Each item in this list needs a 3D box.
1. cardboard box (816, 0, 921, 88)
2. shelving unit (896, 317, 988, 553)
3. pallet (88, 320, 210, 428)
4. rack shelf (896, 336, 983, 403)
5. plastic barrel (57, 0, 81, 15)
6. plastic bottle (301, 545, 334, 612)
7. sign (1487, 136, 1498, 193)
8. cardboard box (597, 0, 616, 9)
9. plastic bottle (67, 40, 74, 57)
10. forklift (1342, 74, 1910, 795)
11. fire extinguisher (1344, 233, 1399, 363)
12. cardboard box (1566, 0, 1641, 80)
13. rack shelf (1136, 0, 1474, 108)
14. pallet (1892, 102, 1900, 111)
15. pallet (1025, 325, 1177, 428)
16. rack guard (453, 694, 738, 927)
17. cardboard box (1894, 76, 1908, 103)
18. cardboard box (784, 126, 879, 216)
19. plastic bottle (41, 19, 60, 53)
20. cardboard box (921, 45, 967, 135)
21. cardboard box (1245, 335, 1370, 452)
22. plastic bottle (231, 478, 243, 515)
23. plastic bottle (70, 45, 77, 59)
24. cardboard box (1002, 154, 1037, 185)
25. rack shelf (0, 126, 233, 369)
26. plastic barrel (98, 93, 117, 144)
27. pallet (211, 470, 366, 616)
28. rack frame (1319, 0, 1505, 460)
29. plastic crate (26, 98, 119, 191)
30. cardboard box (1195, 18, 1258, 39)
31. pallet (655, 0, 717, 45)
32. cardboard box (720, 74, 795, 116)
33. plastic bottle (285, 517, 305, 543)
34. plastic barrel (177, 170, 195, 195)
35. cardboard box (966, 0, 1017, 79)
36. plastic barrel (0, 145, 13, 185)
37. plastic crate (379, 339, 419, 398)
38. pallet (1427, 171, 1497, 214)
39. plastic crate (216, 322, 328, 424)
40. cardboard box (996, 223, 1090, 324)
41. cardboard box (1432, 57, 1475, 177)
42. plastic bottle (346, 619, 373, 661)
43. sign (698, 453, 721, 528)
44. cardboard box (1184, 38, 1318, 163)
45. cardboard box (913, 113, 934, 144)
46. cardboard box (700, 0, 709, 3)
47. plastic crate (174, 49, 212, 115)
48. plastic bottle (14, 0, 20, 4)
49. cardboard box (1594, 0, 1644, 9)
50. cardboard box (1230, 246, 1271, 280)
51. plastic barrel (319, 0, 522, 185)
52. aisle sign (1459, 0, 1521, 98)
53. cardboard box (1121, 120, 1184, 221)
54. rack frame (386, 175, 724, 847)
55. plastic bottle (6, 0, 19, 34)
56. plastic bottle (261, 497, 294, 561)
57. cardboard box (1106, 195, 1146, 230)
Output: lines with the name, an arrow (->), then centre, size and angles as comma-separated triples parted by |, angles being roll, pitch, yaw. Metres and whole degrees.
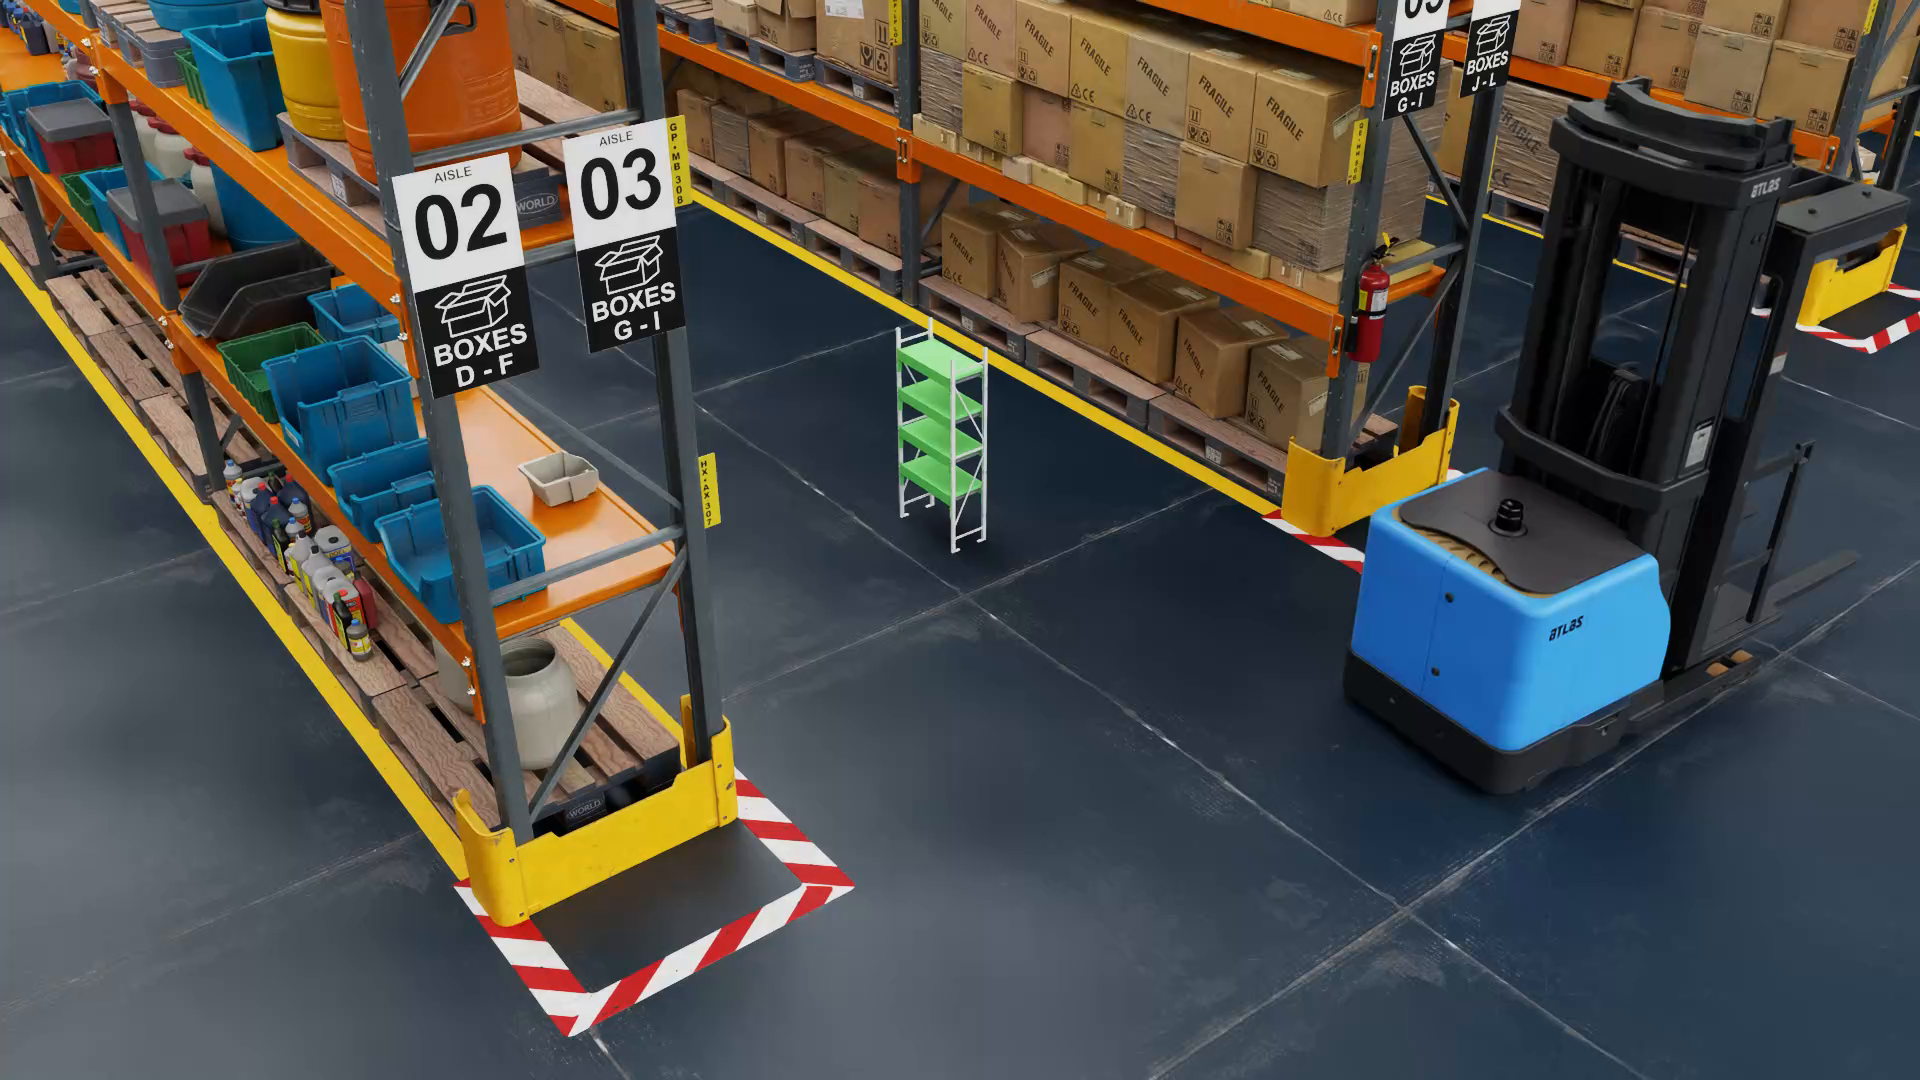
cardboard box -> -0.373, -3.979, 12.074 | 1.000, 1.000, 1.000 | -22, 38, -31
shelving unit -> -0.101, -0.579, 9.271 | 0.258, 1.200, 0.503 | -22, 38, -31
pallet -> -5.173, -1.206, 11.219 | 1.003, 0.211, 1.213 | -22, 38, -31
rack shelf -> -0.101, -0.932, 9.052 | 0.258, 0.148, 0.480 | -22, 38, -31
plastic barrel -> -4.392, -3.196, 8.462 | 0.600, 0.901, 0.708 | -22, 38, -31
plastic bottle -> -3.251, 0.175, 8.445 | 0.144, 0.351, 0.185 | -21, 37, -29
sign -> 2.885, -2.046, 9.108 | 0.100, 0.325, 0.005 | -22, 38, -31
cardboard box -> -2.947, -5.005, 14.597 | 0.500, 0.500, 0.500 | -21, 38, -30
plastic bottle -> -6.753, -3.695, 12.705 | 0.097, 0.271, 0.097 | 0, 32, 0
forklift -> 3.391, -0.684, 7.800 | 3.031, 2.935, 1.130 | -19, 37, -28
fire extinguisher -> 2.163, -1.273, 8.757 | 0.296, 0.674, 0.183 | -22, 38, -31
cardboard box -> 5.217, -3.973, 12.888 | 0.875, 0.550, 0.500 | -22, 38, -31
rack shelf -> 1.230, -3.305, 9.794 | 1.077, 0.370, 4.000 | -22, 38, -31
pallet -> 9.024, -4.414, 16.384 | 1.003, 0.211, 1.213 | -22, 38, -31
pallet -> 1.196, -1.208, 11.222 | 1.003, 0.211, 1.213 | -22, 38, -31
rack guard -> -1.539, 1.145, 7.159 | 1.175, 0.500, 0.348 | -22, 38, -31
cardboard box -> 8.940, -4.404, 15.932 | 0.500, 0.250, 0.500 | -24, 39, -33
cardboard box -> -0.977, -2.996, 13.409 | 0.700, 0.500, 0.500 | -26, 40, -35
plastic bottle -> -7.222, -4.045, 13.263 | 0.152, 0.276, 0.135 | -22, 38, -31
cardboard box -> 0.231, -3.131, 11.298 | 0.875, 0.500, 0.500 | -22, 38, -31
cardboard box -> 2.087, -0.885, 10.030 | 0.500, 0.500, 0.500 | -15, 35, -23
plastic bottle -> -3.997, -0.248, 9.269 | 0.097, 0.201, 0.097 | 0, 32, 0
plastic bottle -> -6.655, -3.659, 12.643 | 0.152, 0.276, 0.135 | -22, 38, -31
cardboard box -> 0.498, -2.454, 10.823 | 0.380, 0.149, 0.250 | -22, 38, -31
rack shelf -> -5.135, -2.095, 10.689 | 1.077, 0.370, 4.000 | -22, 38, -31
plastic barrel -> -5.562, -2.922, 11.233 | 0.421, 0.512, 0.421 | 0, 32, 0
pallet -> -3.530, -0.089, 9.421 | 1.003, 0.211, 1.213 | -22, 38, -31
rack frame -> 2.457, -1.503, 9.053 | 1.000, 3.000, 0.127 | -22, 38, -31
plastic crate -> -5.612, -2.489, 10.581 | 0.402, 0.464, 0.583 | -22, 38, -31
cardboard box -> 1.726, -2.832, 9.869 | 0.500, 0.500, 0.500 | -22, 38, -31
pallet -> -1.928, -4.493, 14.049 | 1.213, 0.211, 1.003 | -22, 38, -31
cardboard box -> -1.681, -3.793, 13.982 | 0.500, 0.250, 0.500 | -18, 36, -26
plastic bottle -> -3.506, 0.003, 8.797 | 0.097, 0.271, 0.097 | 0, 32, 0
plastic barrel -> -4.599, -2.110, 10.162 | 0.301, 0.262, 0.301 | 0, 32, 0
cardboard box -> 0.387, -3.286, 10.600 | 0.500, 0.500, 0.500 | -22, 38, -31
plastic barrel -> -7.784, -3.231, 13.796 | 0.421, 0.512, 0.421 | 0, 32, 0
plastic crate -> -2.713, -0.860, 8.269 | 0.530, 0.136, 0.437 | -22, 38, -31
pallet -> 4.388, -3.206, 14.438 | 1.003, 0.211, 1.213 | -22, 38, -31
plastic crate -> -3.299, -0.820, 8.155 | 0.450, 0.188, 0.662 | -22, 38, -31
cardboard box -> 0.575, -1.870, 11.616 | 0.500, 0.500, 0.500 | -11, 33, -16
cardboard box -> 4.314, -3.723, 14.245 | 0.875, 0.875, 0.875 | -22, 38, -31
plastic bottle -> -2.928, 0.478, 8.099 | 0.097, 0.201, 0.097 | 0, 32, 0
sign -> -1.018, -0.194, 6.684 | 0.100, 0.325, 0.005 | -22, 38, -31
cardboard box -> 1.613, -2.452, 9.257 | 0.500, 0.500, 0.500 | -22, 38, -31
cardboard box -> -0.102, -2.876, 11.503 | 0.380, 0.149, 0.250 | -22, 38, -31
cardboard box -> -2.086, -4.846, 13.943 | 0.500, 0.500, 0.500 | -28, 41, -37
plastic crate -> -3.156, -2.006, 7.221 | 0.336, 0.188, 0.450 | -22, 38, -31
plastic bottle -> -7.784, -4.427, 13.879 | 0.152, 0.276, 0.135 | -22, 38, -31
cardboard box -> 5.166, -4.410, 12.569 | 0.875, 0.550, 0.500 | -22, 38, -31
cardboard box -> 1.772, -1.640, 9.512 | 0.380, 0.149, 0.250 | -22, 38, -31
plastic barrel -> -1.854, -1.697, 5.717 | 0.600, 0.830, 0.708 | -22, 38, -31
aisle sign -> 2.732, -2.678, 8.482 | 0.394, 0.787, 0.004 | -22, 38, -31
cardboard box -> 1.467, -2.302, 9.963 | 0.875, 0.500, 0.500 | -22, 38, -31
rack frame -> -1.456, 0.100, 6.473 | 1.000, 3.000, 0.127 | -22, 38, -31
plastic bottle -> -7.788, -4.320, 13.712 | 0.097, 0.271, 0.097 | 0, 32, 0
plastic bottle -> -3.626, -0.080, 8.856 | 0.144, 0.351, 0.185 | -24, 39, -33
cardboard box -> 1.116, -2.039, 10.155 | 0.380, 0.149, 0.250 | -22, 38, -31
